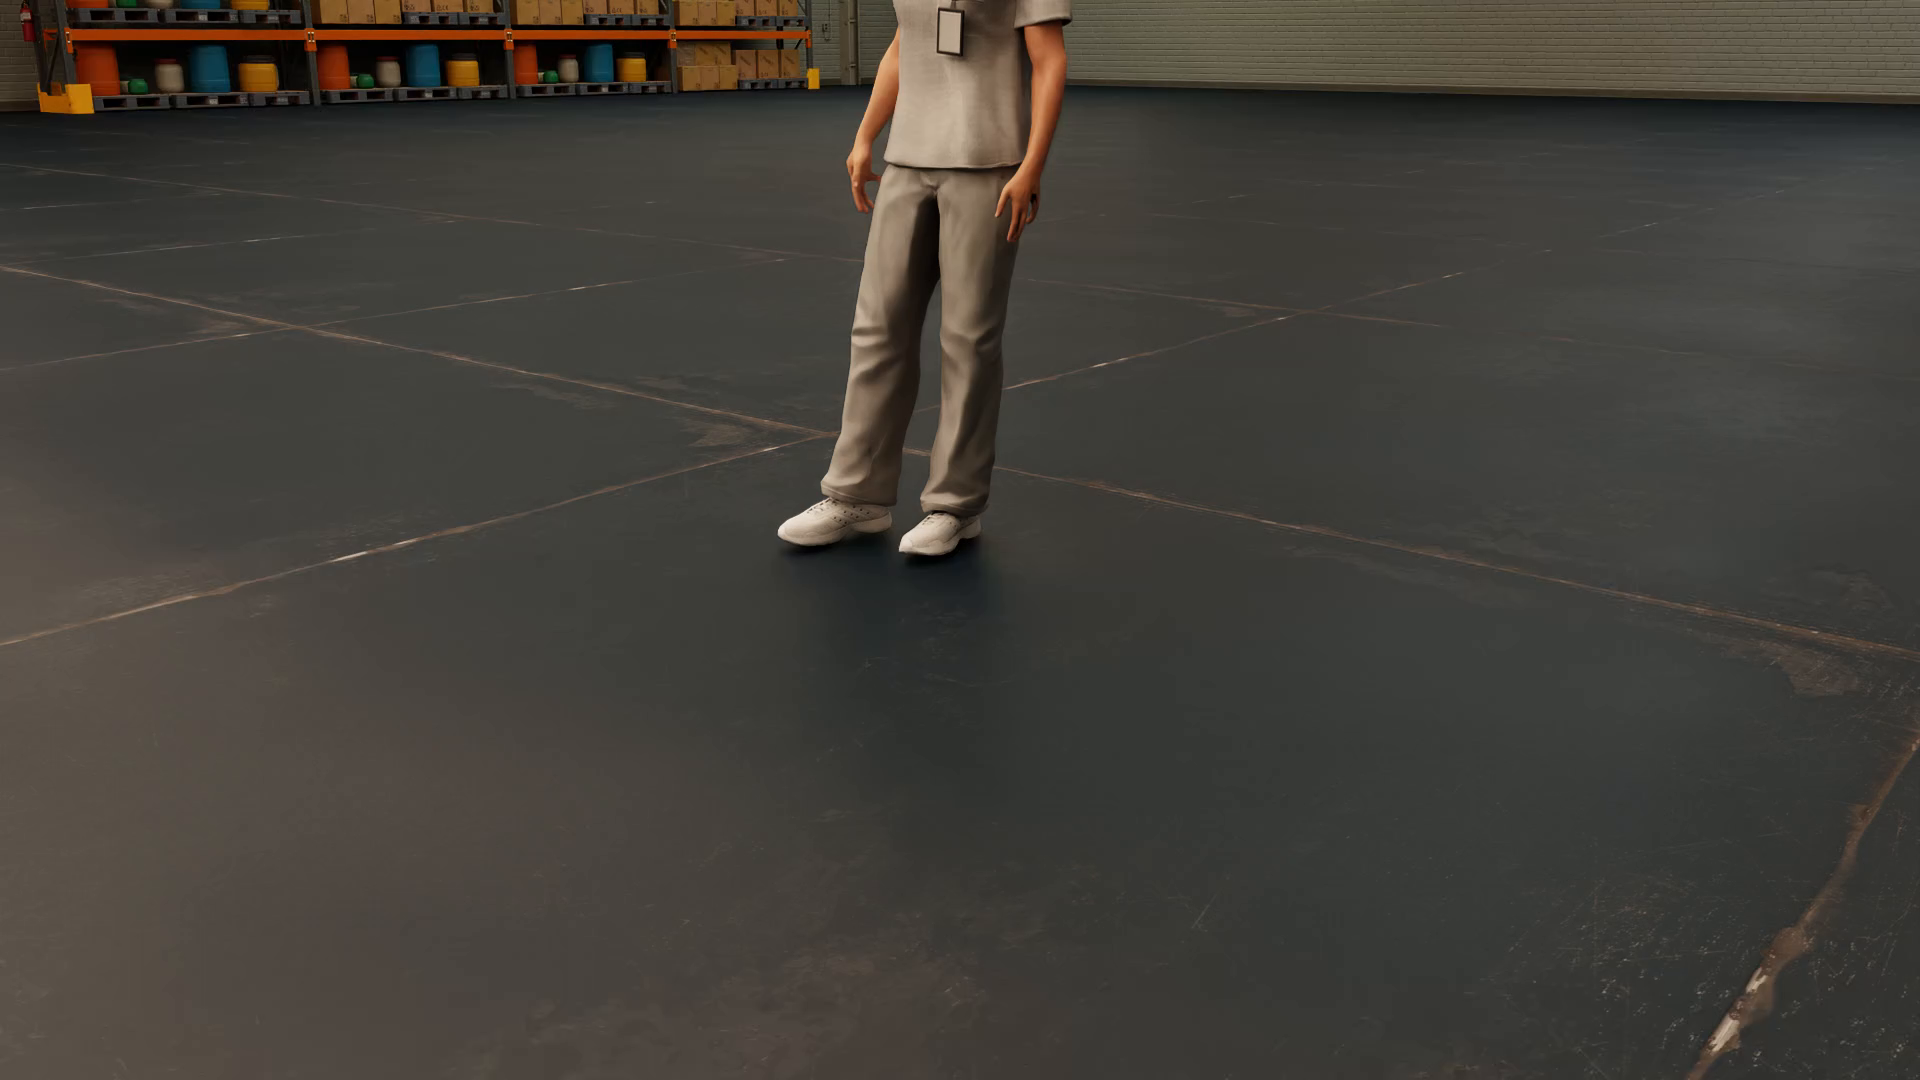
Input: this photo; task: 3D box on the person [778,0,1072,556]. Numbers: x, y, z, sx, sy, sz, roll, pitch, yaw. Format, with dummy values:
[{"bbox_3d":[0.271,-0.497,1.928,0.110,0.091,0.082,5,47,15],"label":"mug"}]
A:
[{"bbox_3d":[-0.057,-0.795,3.650,0.549,1.675,0.549,13,21,37],"label":"person"}]
